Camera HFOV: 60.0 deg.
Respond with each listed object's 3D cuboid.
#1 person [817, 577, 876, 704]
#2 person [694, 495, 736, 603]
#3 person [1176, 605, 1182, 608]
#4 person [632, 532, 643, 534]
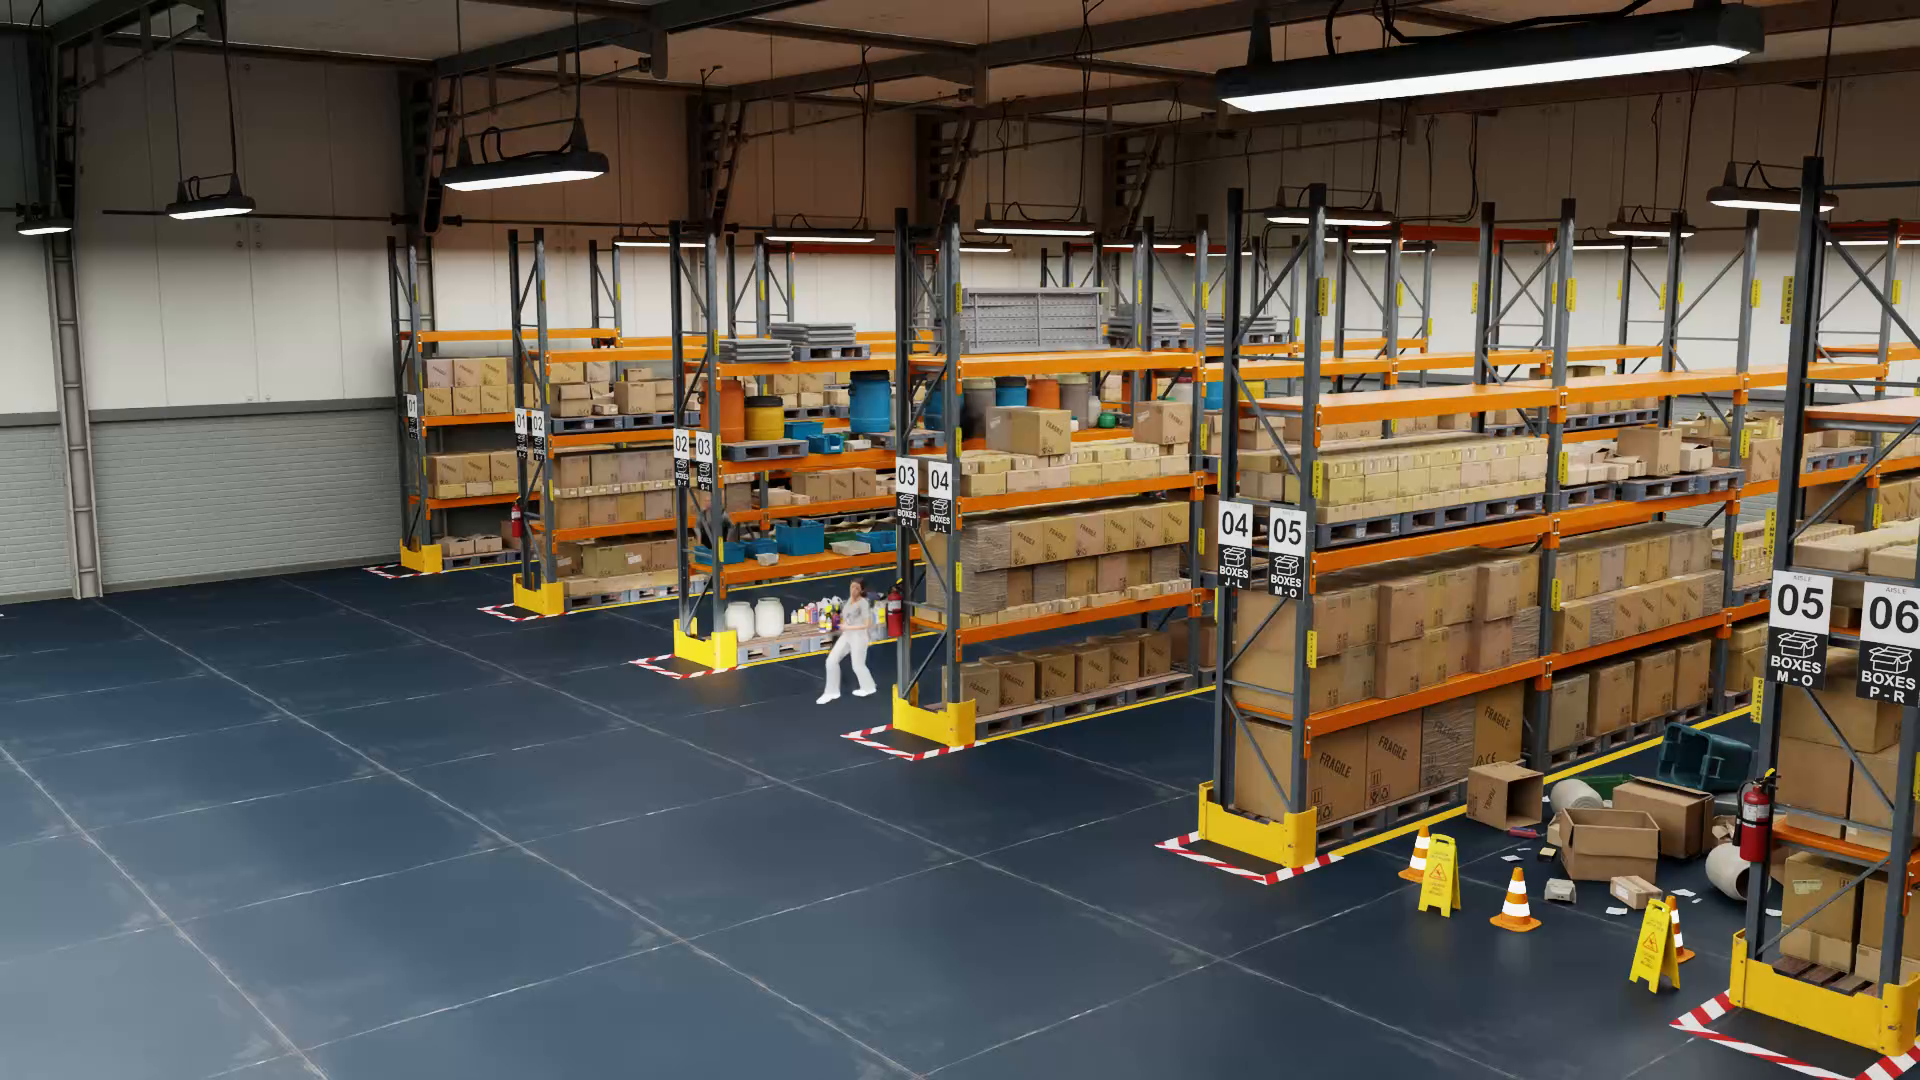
[{"bbox_3d":[-1.270,1.227,20.491,0.739,1.630,0.746,-8,12,-42],"label":"person"},{"bbox_3d":[-3.772,0.139,25.643,0.654,1.713,0.708,3,9,20],"label":"person"},{"bbox_3d":[3.376,0.293,25.356,0.727,1.603,0.571,-7,11,-38],"label":"person"},{"bbox_3d":[-5.636,-0.154,29.457,0.574,1.644,0.737,7,11,40],"label":"person"}]
